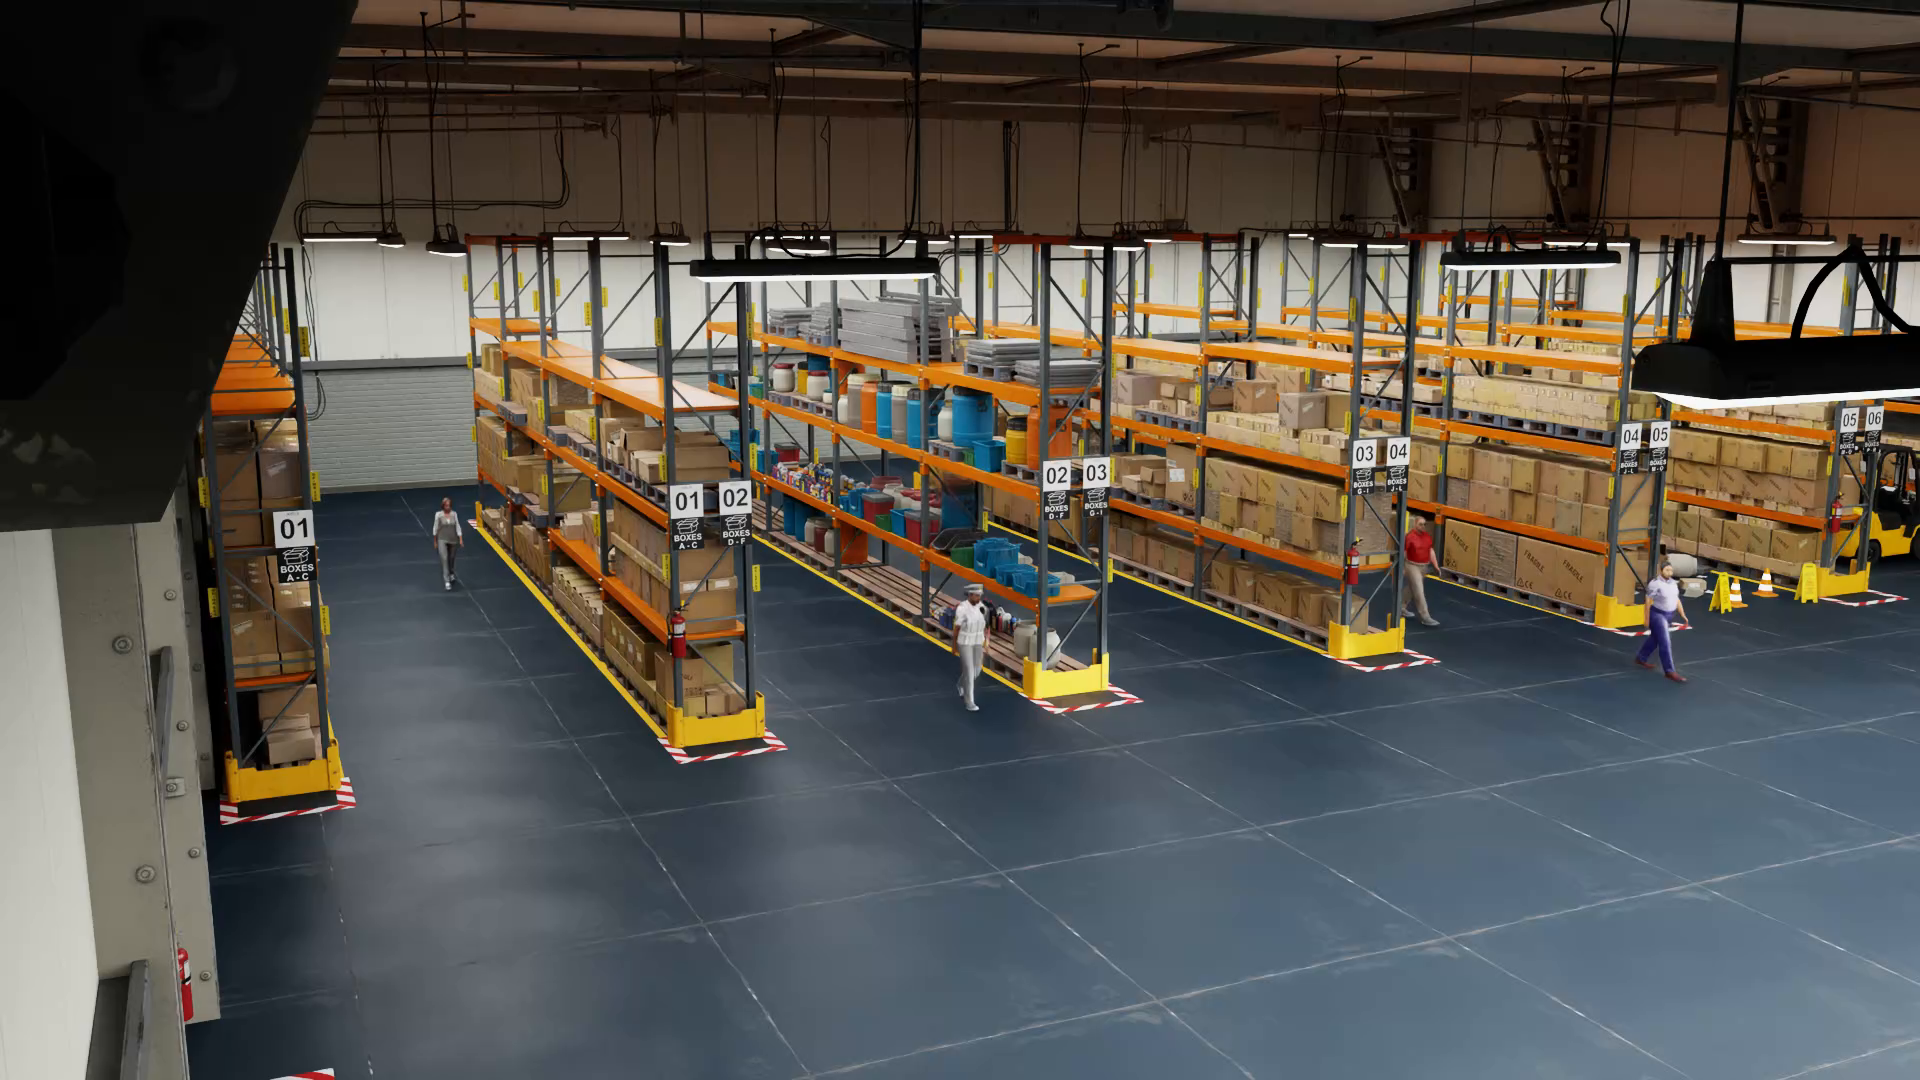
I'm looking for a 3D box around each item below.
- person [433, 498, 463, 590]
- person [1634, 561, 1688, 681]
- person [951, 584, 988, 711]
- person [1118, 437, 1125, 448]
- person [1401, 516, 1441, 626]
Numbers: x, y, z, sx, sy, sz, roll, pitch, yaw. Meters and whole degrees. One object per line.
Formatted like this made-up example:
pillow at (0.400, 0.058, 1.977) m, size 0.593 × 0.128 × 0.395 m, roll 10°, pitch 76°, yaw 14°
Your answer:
person at (-8.881, 0.027, 28.835) m, size 0.469 × 1.514 × 1.011 m, roll -5°, pitch 12°, yaw -24°
person at (9.838, 1.086, 23.223) m, size 0.505 × 1.608 × 0.917 m, roll -7°, pitch 13°, yaw -30°
person at (0.114, 1.360, 21.819) m, size 0.469 × 1.640 × 0.810 m, roll -8°, pitch 14°, yaw -37°
person at (4.447, -3.035, 44.212) m, size 0.548 × 1.707 × 0.682 m, roll 5°, pitch 12°, yaw 25°
person at (7.272, 0.455, 26.256) m, size 0.554 × 1.673 × 1.013 m, roll -7°, pitch 13°, yaw -33°
